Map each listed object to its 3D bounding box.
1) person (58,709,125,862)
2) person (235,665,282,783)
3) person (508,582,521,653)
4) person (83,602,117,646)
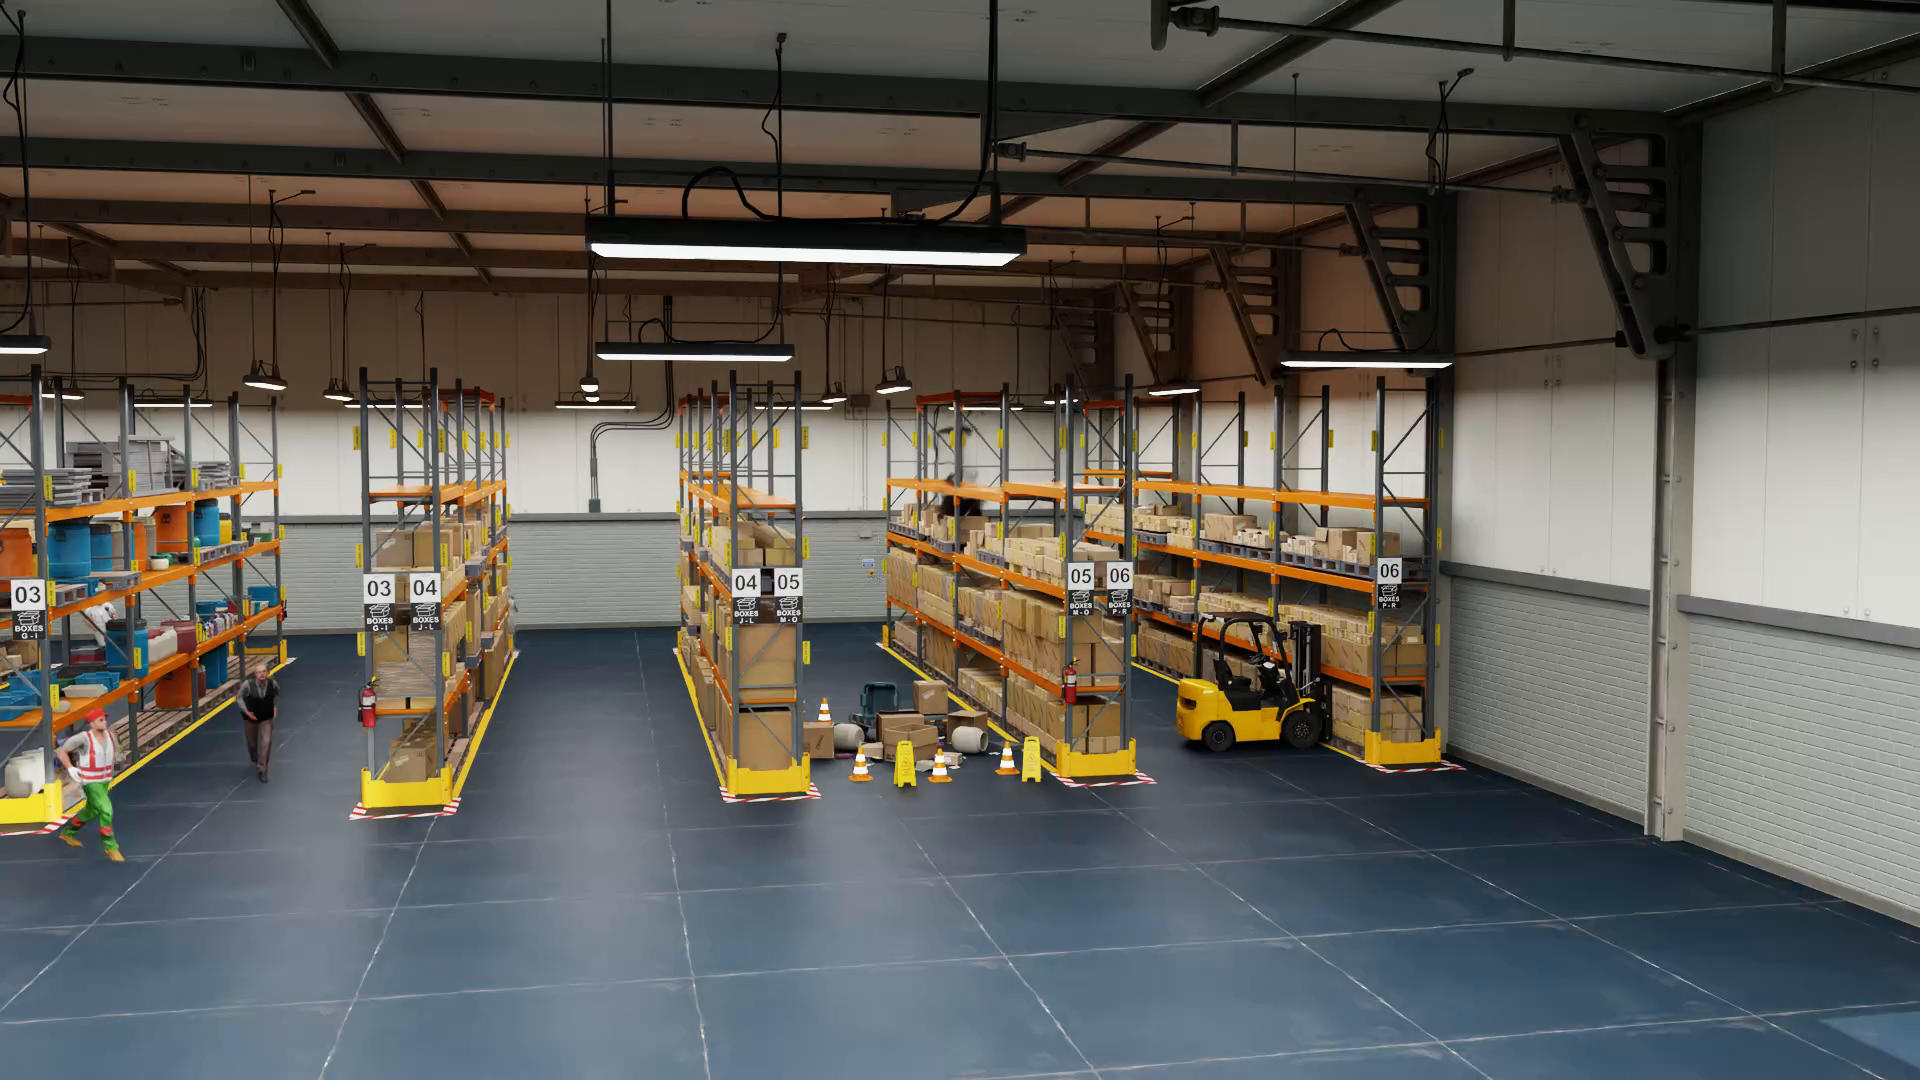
[{"bbox_3d":[-10.416,2.939,19.982,0.981,1.850,0.624,1,3,13],"label":"person"},{"bbox_3d":[-10.447,2.692,24.781,0.660,1.717,1.062,-2,4,-29],"label":"person"},{"bbox_3d":[-10.785,1.830,39.421,0.802,1.685,0.609,0,3,7],"label":"person"},{"bbox_3d":[-18.892,1.967,36.636,0.664,1.709,0.569,-3,5,-41],"label":"person"}]
